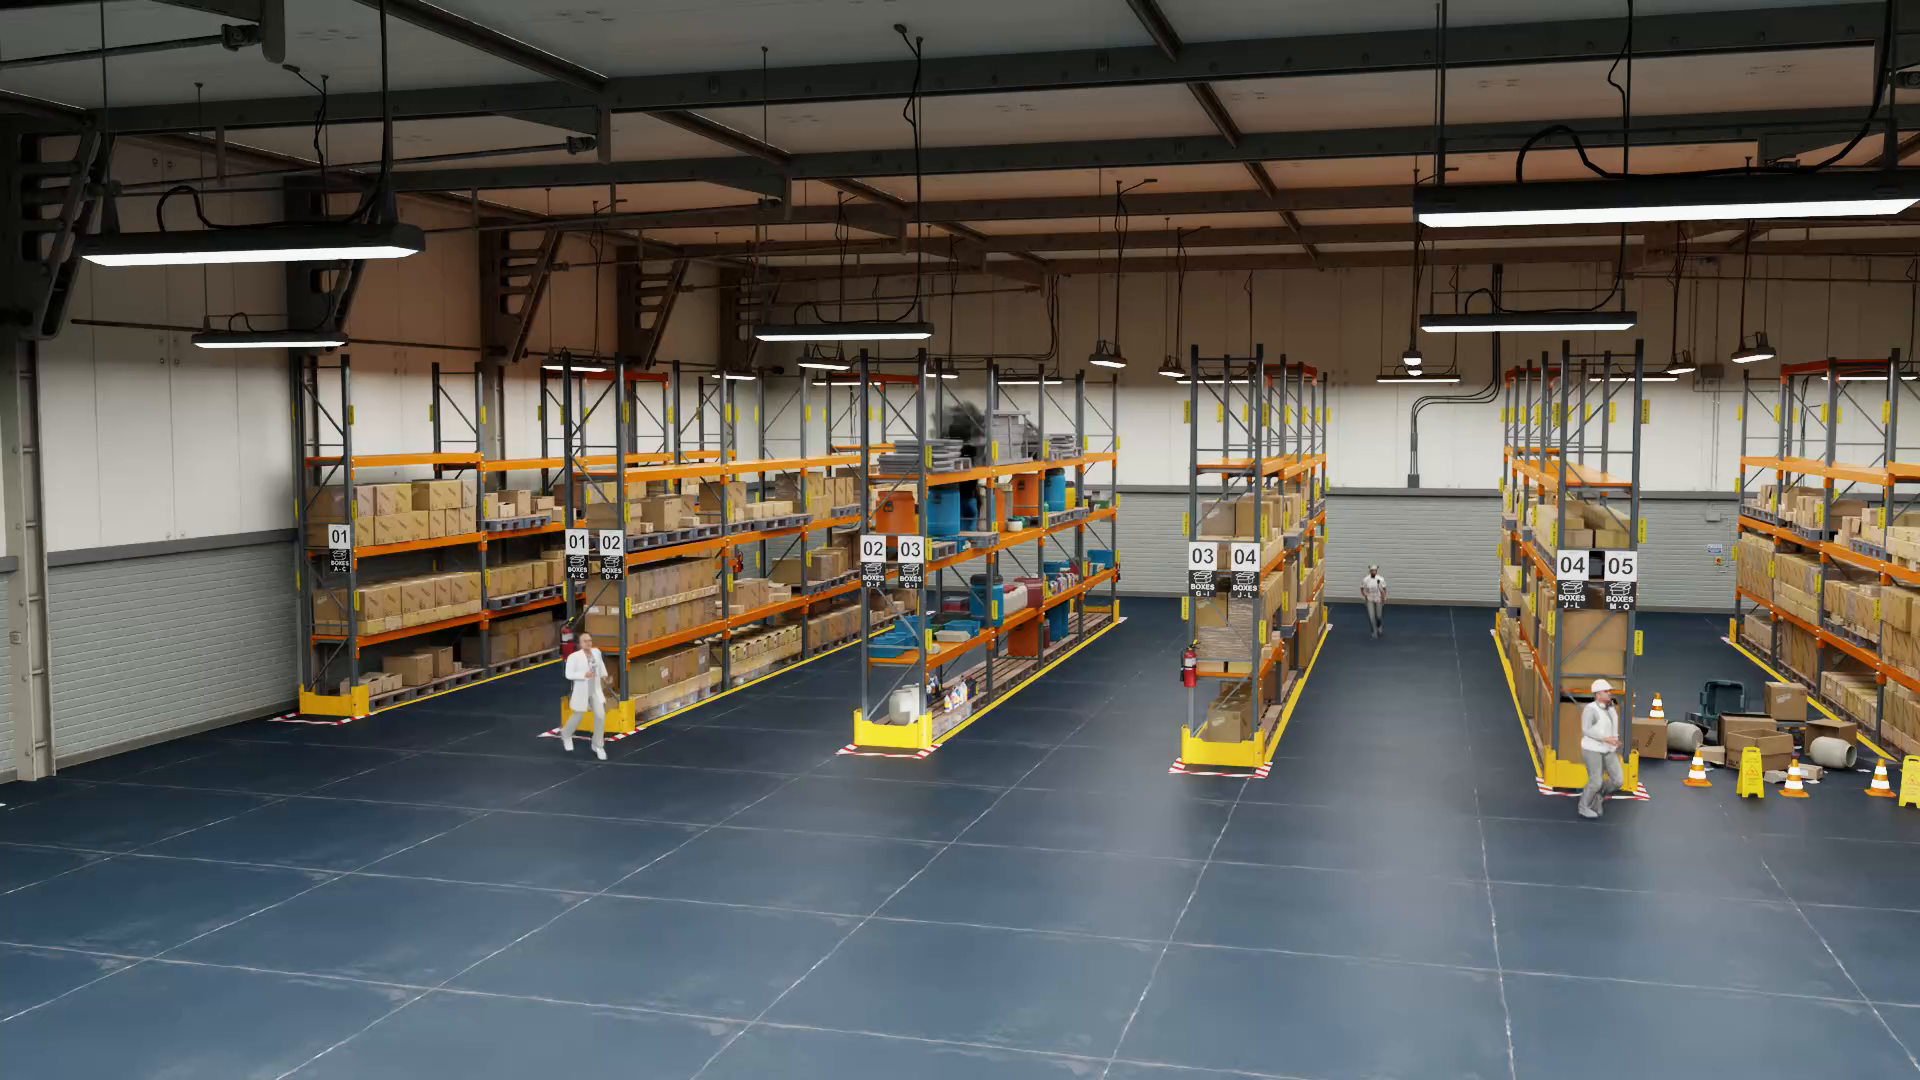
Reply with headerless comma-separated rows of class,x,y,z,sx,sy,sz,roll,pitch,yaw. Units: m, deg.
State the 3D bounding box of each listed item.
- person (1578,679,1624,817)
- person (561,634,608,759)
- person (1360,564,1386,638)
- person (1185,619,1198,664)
person,7.969,2.588,20.548,0.683,1.739,0.610,-2,5,-28
person,-5.525,2.278,24.516,0.731,1.832,0.993,-3,5,-38
person,9.320,1.369,37.532,0.587,1.675,0.565,1,4,15
person,4.706,1.716,33.422,0.532,1.554,0.546,1,4,16
